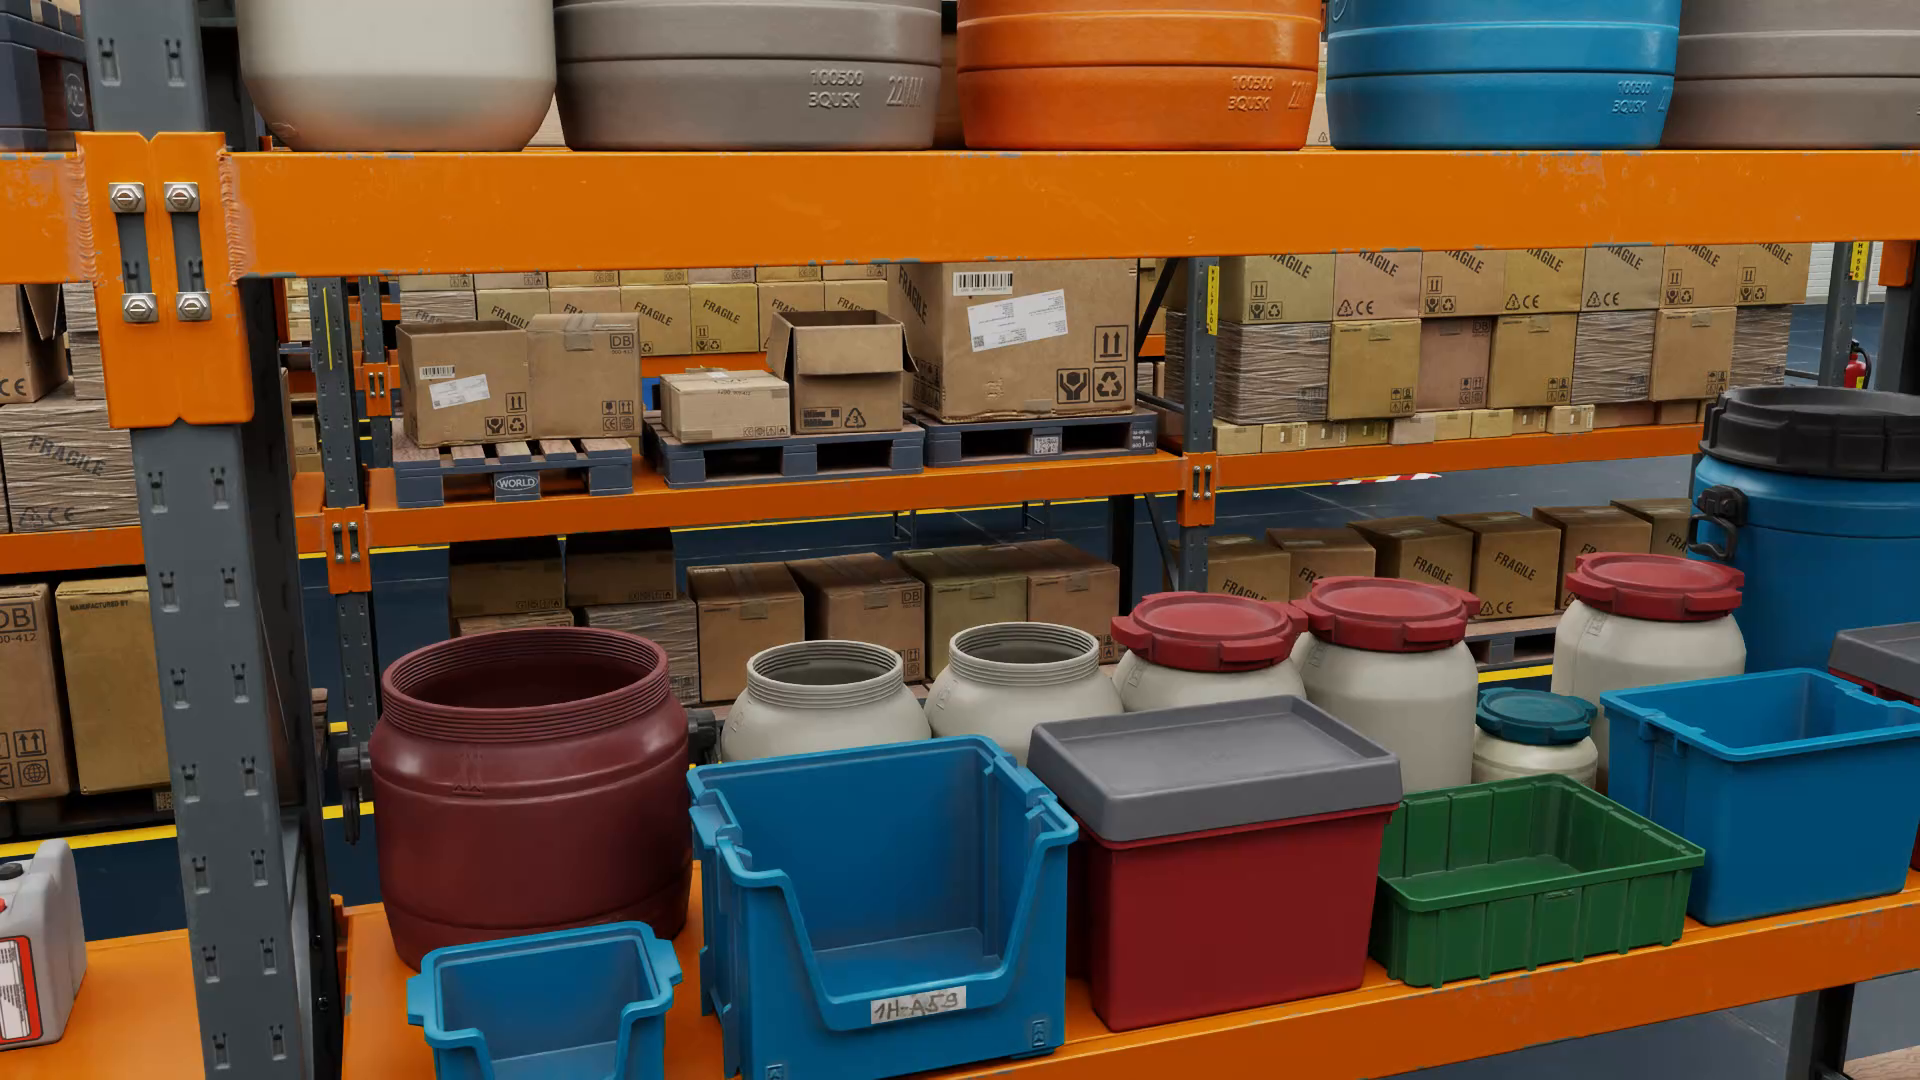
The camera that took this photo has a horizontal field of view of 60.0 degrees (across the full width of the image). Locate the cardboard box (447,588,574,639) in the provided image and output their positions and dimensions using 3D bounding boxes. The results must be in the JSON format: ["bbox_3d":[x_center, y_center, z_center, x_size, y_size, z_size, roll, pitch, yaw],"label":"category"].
[{"bbox_3d":[-2.125,0.531,7.880,0.500,0.500,0.700,-5,14,-21],"label":"cardboard box"}]

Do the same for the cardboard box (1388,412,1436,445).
[{"bbox_3d":[2.290,-0.610,8.770,0.250,0.149,0.380,-4,14,-18],"label":"cardboard box"}]

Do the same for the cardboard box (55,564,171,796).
[{"bbox_3d":[-3.415,0.458,7.418,0.875,0.875,1.225,-5,14,-21],"label":"cardboard box"}]

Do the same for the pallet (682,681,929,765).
[{"bbox_3d":[-0.858,0.793,8.354,1.213,0.211,1.003,-4,14,-18],"label":"pallet"}]

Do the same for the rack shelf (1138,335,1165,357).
[{"bbox_3d":[1.447,-1.606,13.965,4.000,0.370,1.077,-4,14,-18],"label":"rack shelf"}]

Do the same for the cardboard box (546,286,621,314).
[{"bbox_3d":[-2.769,-1.611,12.216,0.500,0.500,0.500,-4,14,-18],"label":"cardboard box"}]

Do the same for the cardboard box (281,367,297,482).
[{"bbox_3d":[-3.301,-0.490,7.504,0.500,0.500,0.500,-4,14,-16],"label":"cardboard box"}]

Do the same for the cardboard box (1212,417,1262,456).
[{"bbox_3d":[1.337,-0.540,8.475,0.250,0.149,0.380,-4,14,-18],"label":"cardboard box"}]

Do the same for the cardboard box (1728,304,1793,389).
[{"bbox_3d":[4.298,-1.167,9.707,0.500,0.500,0.875,-4,14,-18],"label":"cardboard box"}]

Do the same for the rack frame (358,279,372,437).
[{"bbox_3d":[-5.915,-2.591,16.553,0.127,3.000,1.000,-4,14,-18],"label":"rack frame"}]

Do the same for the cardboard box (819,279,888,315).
[{"bbox_3d":[-0.858,-1.759,12.841,0.500,0.500,0.500,-5,14,-18],"label":"cardboard box"}]

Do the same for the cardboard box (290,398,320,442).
[{"bbox_3d":[-4.971,-0.868,12.183,0.500,0.250,0.500,-5,14,-21],"label":"cardboard box"}]

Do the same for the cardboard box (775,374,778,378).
[{"bbox_3d":[-1.527,-1.650,16.364,0.500,0.500,0.500,-4,14,-18],"label":"cardboard box"}]

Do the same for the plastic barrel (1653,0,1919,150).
[{"bbox_3d":[1.584,-1.196,3.124,0.600,0.901,0.600,0,13,0],"label":"plastic barrel"}]

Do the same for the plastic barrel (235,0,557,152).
[{"bbox_3d":[-0.782,-0.801,2.303,0.421,0.512,0.421,0,13,0],"label":"plastic barrel"}]

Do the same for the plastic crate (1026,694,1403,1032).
[{"bbox_3d":[0.455,0.586,3.061,0.583,0.464,0.402,-4,14,-18],"label":"plastic crate"}]

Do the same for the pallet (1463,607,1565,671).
[{"bbox_3d":[2.821,0.496,9.603,1.213,0.211,1.003,-4,14,-18],"label":"pallet"}]

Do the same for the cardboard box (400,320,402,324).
[{"bbox_3d":[-6.906,-2.771,21.536,0.625,0.625,0.875,-4,14,-16],"label":"cardboard box"}]

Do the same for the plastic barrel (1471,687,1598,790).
[{"bbox_3d":[1.314,0.505,3.837,0.301,0.262,0.301,0,13,0],"label":"plastic barrel"}]

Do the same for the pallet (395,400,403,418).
[{"bbox_3d":[-5.173,-1.292,17.117,1.213,0.211,1.003,-4,14,-18],"label":"pallet"}]

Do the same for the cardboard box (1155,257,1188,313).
[{"bbox_3d":[1.376,-1.486,8.888,0.500,0.500,0.500,-4,14,-18],"label":"cardboard box"}]

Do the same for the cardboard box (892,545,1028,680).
[{"bbox_3d":[-0.010,0.361,8.594,0.500,0.500,0.700,-5,14,-18],"label":"cardboard box"}]

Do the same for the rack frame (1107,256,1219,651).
[{"bbox_3d":[1.037,-0.713,8.657,0.127,3.000,1.000,-4,14,-18],"label":"rack frame"}]

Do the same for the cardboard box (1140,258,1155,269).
[{"bbox_3d":[1.451,-2.543,13.692,0.500,0.550,0.875,-4,14,-18],"label":"cardboard box"}]

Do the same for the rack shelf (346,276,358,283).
[{"bbox_3d":[-9.397,-3.182,20.591,4.000,0.370,1.077,-4,14,-18],"label":"rack shelf"}]

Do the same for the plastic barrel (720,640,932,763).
[{"bbox_3d":[-0.267,0.492,3.352,0.421,0.512,0.421,0,13,0],"label":"plastic barrel"}]

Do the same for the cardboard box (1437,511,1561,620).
[{"bbox_3d":[3.076,0.140,9.566,0.500,0.500,0.500,-3,14,-13],"label":"cardboard box"}]

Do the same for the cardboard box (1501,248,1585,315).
[{"bbox_3d":[2.963,-1.483,8.877,0.500,0.500,0.500,-4,14,-18],"label":"cardboard box"}]

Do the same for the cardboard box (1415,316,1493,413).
[{"bbox_3d":[2.410,-1.014,9.064,0.500,0.500,0.875,-4,14,-18],"label":"cardboard box"}]

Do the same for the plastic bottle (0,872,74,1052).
[{"bbox_3d":[-1.639,0.724,2.887,0.135,0.276,0.152,-4,14,-18],"label":"plastic bottle"}]

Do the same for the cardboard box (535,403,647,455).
[{"bbox_3d":[-2.807,-0.713,12.612,0.750,0.750,1.050,-4,14,-17],"label":"cardboard box"}]

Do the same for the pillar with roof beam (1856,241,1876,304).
[{"bbox_3d":[17.567,-7.719,25.147,0.400,9.000,9.100,-4,14,-18],"label":"pillar with roof beam"}]

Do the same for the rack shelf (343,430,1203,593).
[{"bbox_3d":[-0.858,-0.215,8.119,4.000,0.370,1.077,-4,14,-18],"label":"rack shelf"}]

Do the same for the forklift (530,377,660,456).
[{"bbox_3d":[-2.987,-2.292,15.445,1.130,2.935,3.031,3,14,14],"label":"forklift"}]

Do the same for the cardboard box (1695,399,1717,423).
[{"bbox_3d":[4.166,-0.771,9.446,0.250,0.149,0.380,-4,14,-18],"label":"cardboard box"}]

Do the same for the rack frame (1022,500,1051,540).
[{"bbox_3d":[0.563,-0.773,12.153,0.032,1.500,0.500,-4,14,-18],"label":"rack frame"}]

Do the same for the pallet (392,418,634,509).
[{"bbox_3d":[-2.112,-0.400,7.757,1.003,0.211,1.213,-4,14,-18],"label":"pallet"}]

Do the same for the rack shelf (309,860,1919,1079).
[{"bbox_3d":[0.721,0.871,3.553,4.000,0.370,1.077,-4,14,-18],"label":"rack shelf"}]

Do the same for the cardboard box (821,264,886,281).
[{"bbox_3d":[-0.918,-2.305,12.975,0.500,0.500,0.700,-5,14,-19],"label":"cardboard box"}]

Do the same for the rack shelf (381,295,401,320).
[{"bbox_3d":[-4.019,-2.389,17.257,4.000,0.370,1.077,-4,14,-18],"label":"rack shelf"}]

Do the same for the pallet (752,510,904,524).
[{"bbox_3d":[-1.156,-0.378,13.275,1.213,0.211,1.003,-4,14,-18],"label":"pallet"}]

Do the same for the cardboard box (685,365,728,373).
[{"bbox_3d":[-1.260,-0.739,8.149,0.258,0.266,0.396,-5,14,-20],"label":"cardboard box"}]

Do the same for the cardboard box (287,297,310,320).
[{"bbox_3d":[-4.563,-1.603,11.393,0.250,0.149,0.380,-4,14,-17],"label":"cardboard box"}]

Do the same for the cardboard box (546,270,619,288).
[{"bbox_3d":[-2.847,-2.155,12.343,0.500,0.500,0.700,-5,14,-19],"label":"cardboard box"}]

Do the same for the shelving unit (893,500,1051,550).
[{"bbox_3d":[0.081,-0.736,11.996,1.048,1.500,0.538,-4,14,-18],"label":"shelving unit"}]

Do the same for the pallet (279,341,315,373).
[{"bbox_3d":[-4.881,-1.343,11.723,1.003,0.211,1.213,-4,14,-18],"label":"pallet"}]

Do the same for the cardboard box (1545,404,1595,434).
[{"bbox_3d":[3.236,-0.686,9.086,0.250,0.149,0.380,-4,14,-18],"label":"cardboard box"}]
